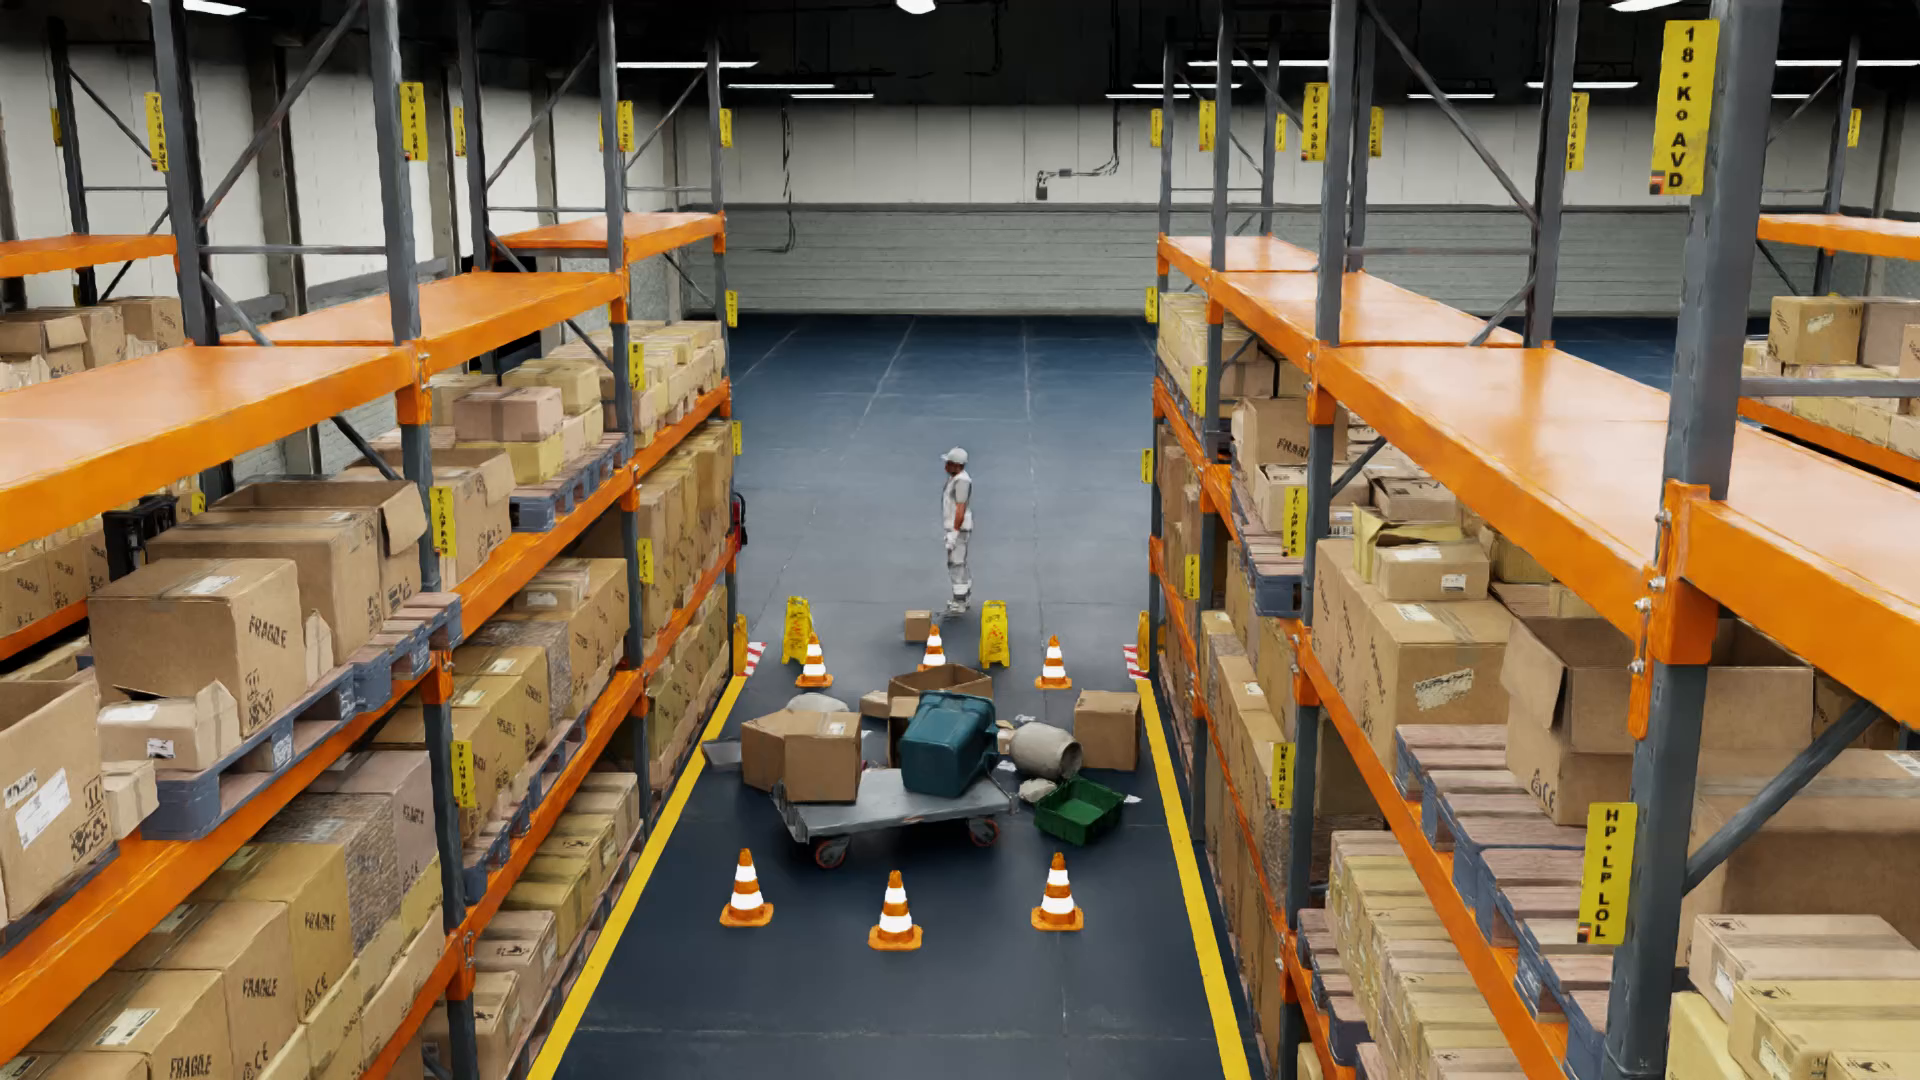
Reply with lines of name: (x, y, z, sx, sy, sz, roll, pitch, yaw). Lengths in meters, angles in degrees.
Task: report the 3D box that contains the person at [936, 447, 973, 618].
person: (-0.062, -0.083, 17.472, 0.396, 1.796, 0.662, -1, 14, -2)
